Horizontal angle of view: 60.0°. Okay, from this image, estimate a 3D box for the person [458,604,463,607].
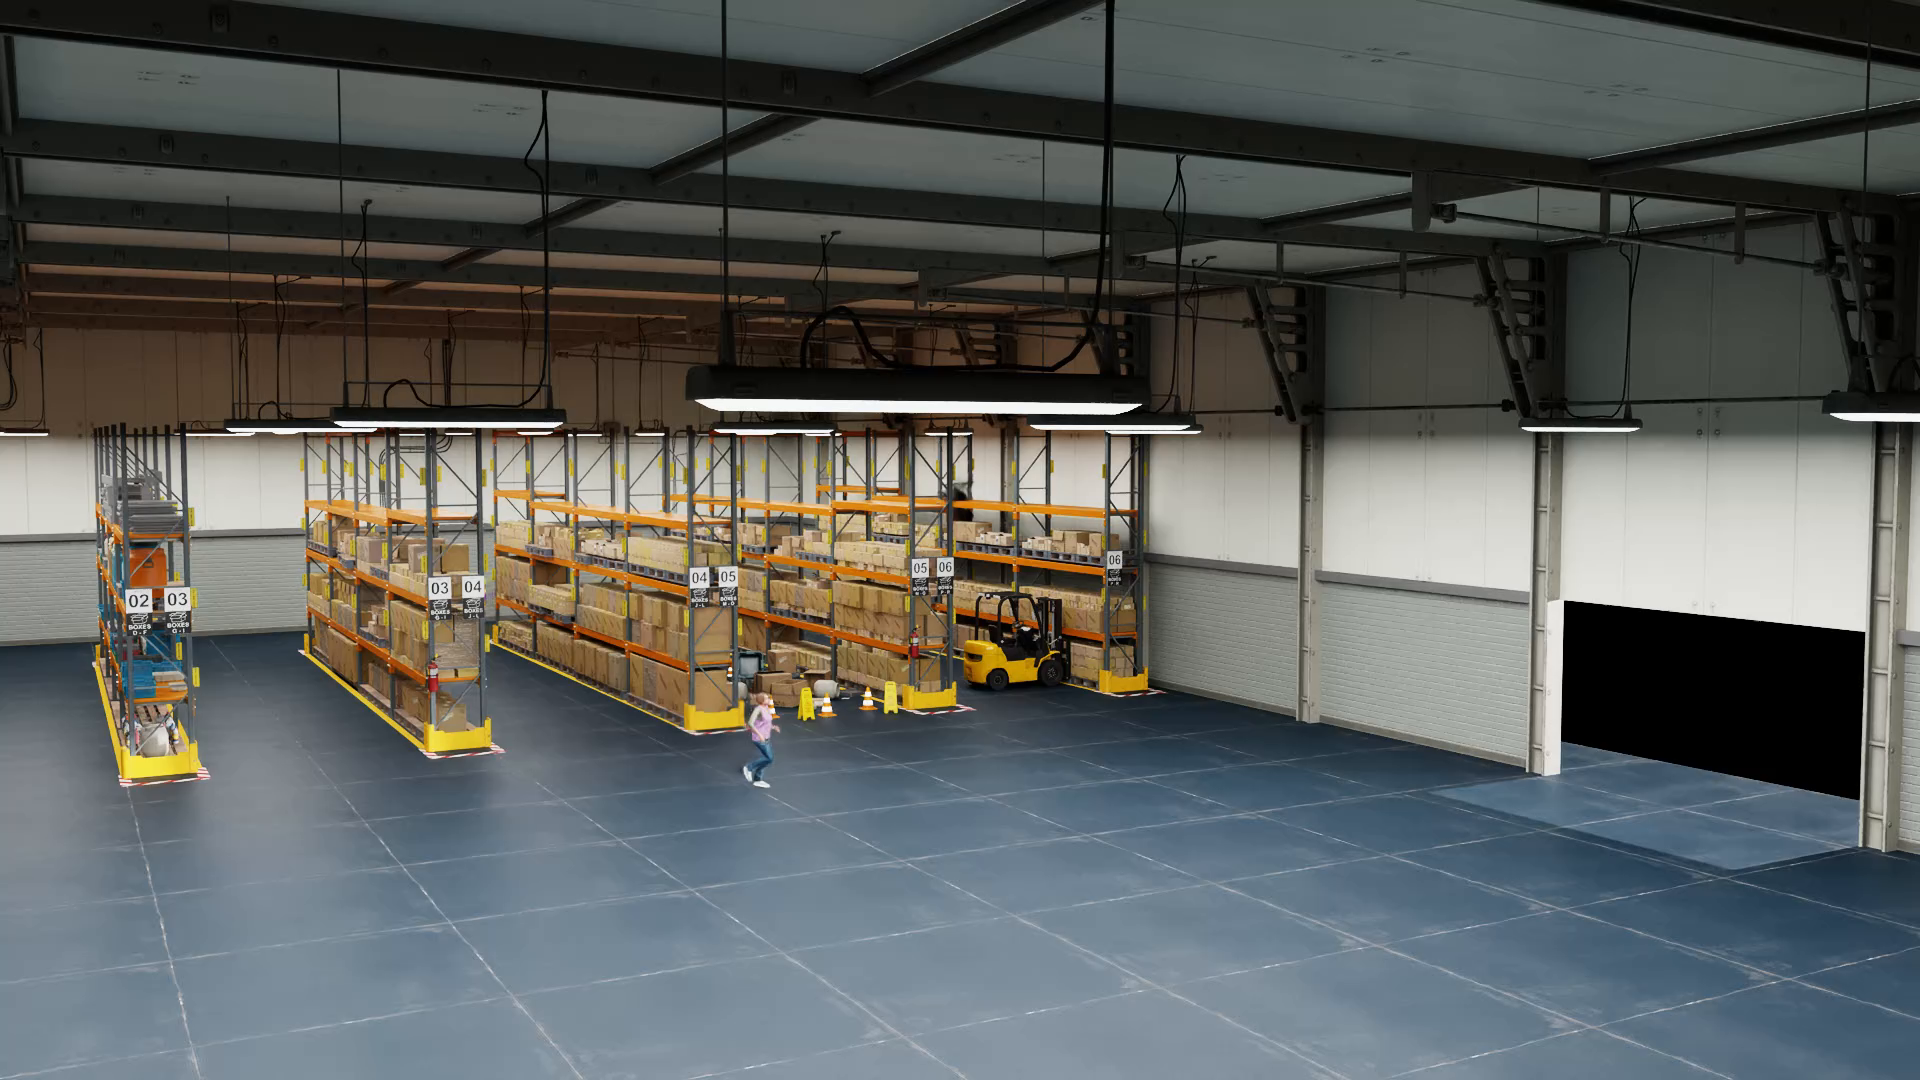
[{"bbox_3d":[-13.973,2.037,47.219,0.744,1.747,0.814,2,4,29],"label":"person"}]

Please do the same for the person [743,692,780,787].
[{"bbox_3d":[-3.264,3.288,27.426,0.569,1.569,0.527,1,4,12],"label":"person"}]
